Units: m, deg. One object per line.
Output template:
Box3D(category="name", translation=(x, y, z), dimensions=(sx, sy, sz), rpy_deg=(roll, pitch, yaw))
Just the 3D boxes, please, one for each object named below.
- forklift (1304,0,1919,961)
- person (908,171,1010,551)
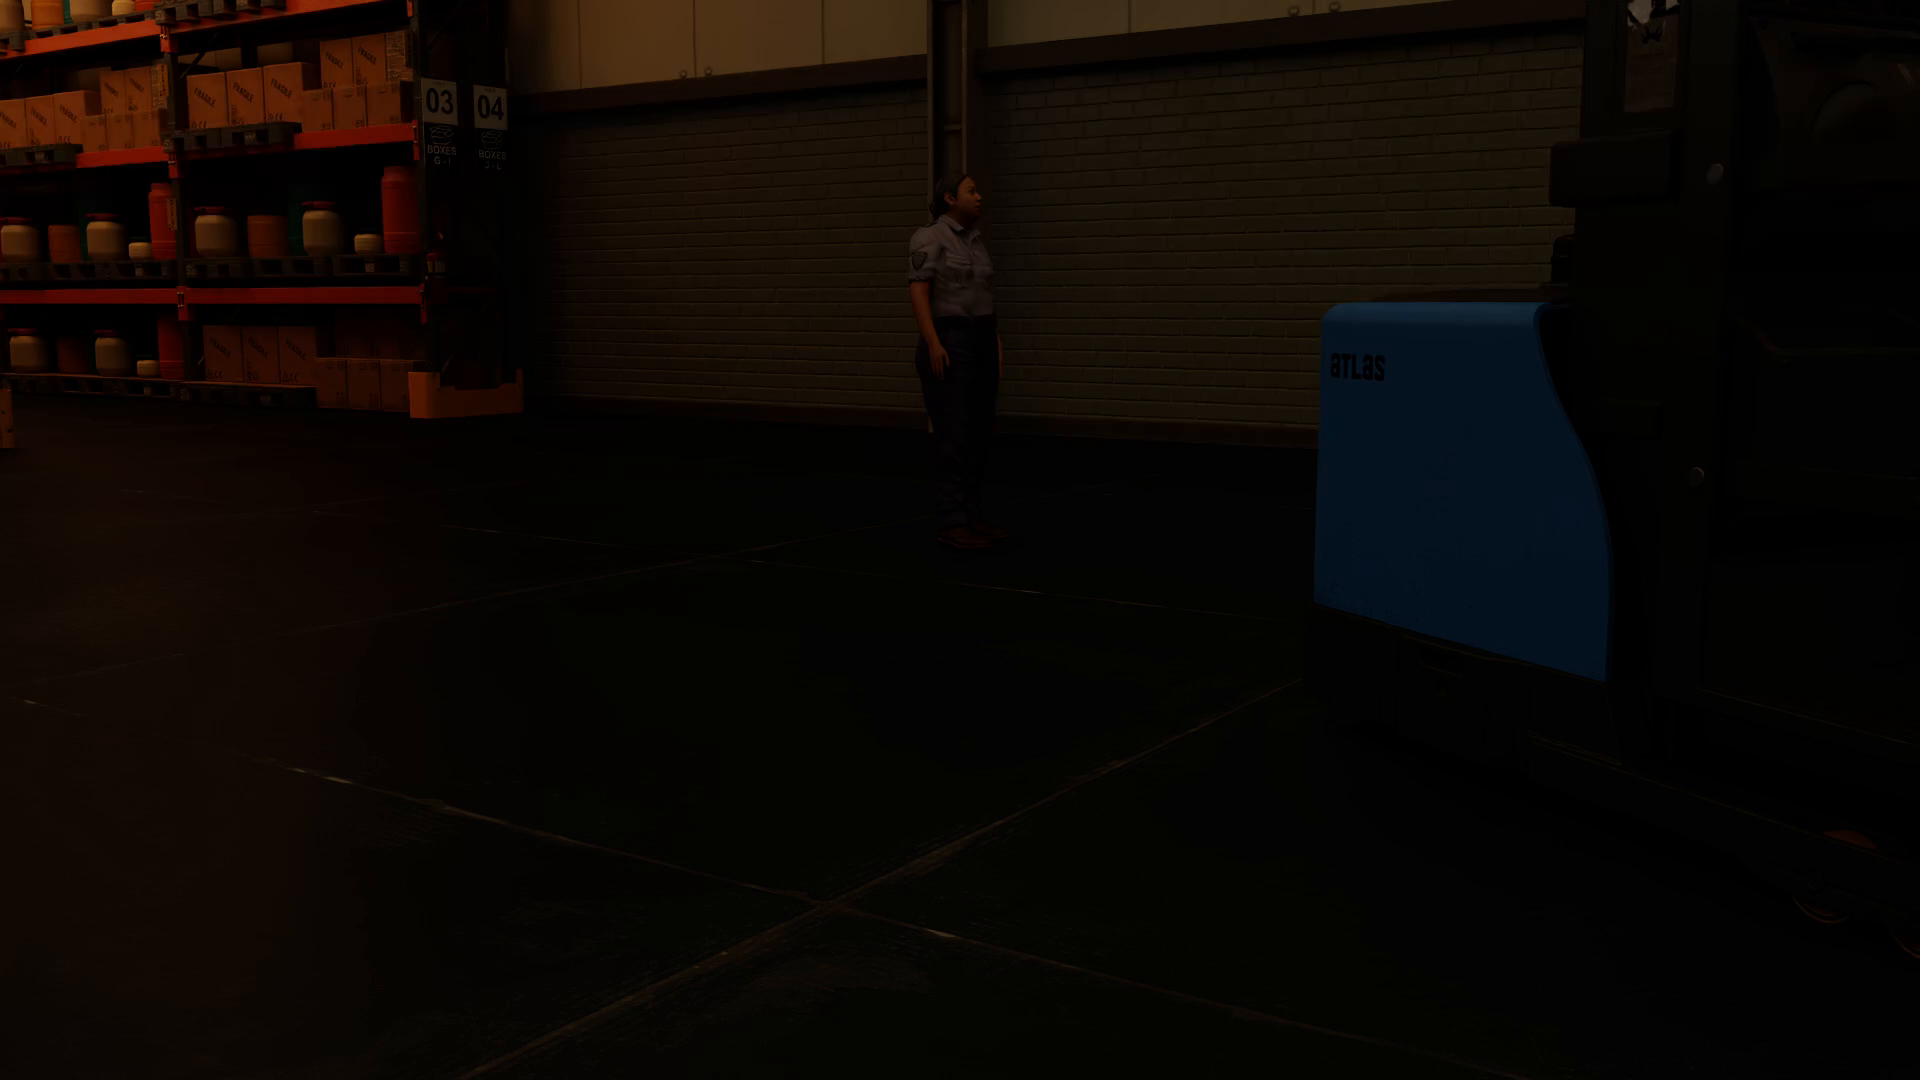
Box3D(category="forklift", translation=(1.954, -0.825, 2.994), dimensions=(1.130, 2.935, 3.031), rpy_deg=(-4, 9, -24))
Box3D(category="person", translation=(0.061, -0.814, 7.418), dimensions=(0.503, 1.651, 0.598), rpy_deg=(5, 10, 34))
